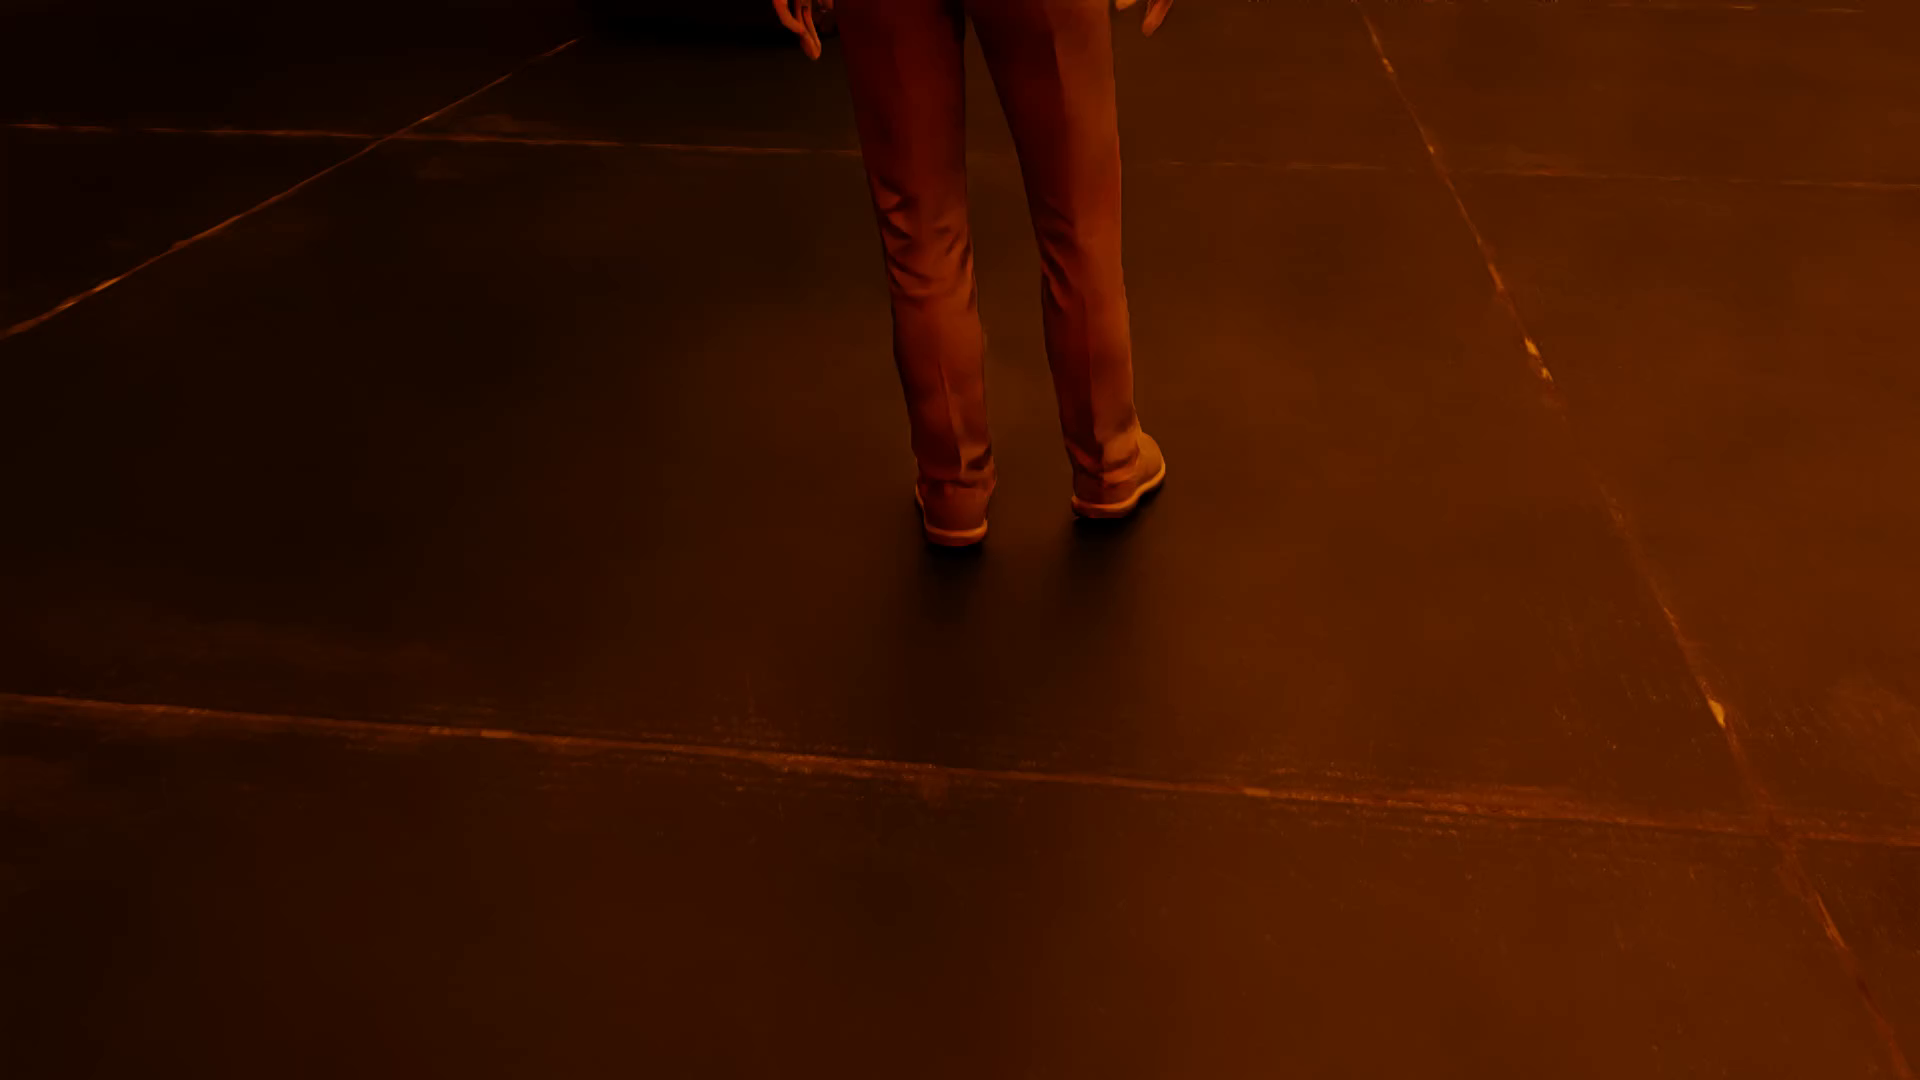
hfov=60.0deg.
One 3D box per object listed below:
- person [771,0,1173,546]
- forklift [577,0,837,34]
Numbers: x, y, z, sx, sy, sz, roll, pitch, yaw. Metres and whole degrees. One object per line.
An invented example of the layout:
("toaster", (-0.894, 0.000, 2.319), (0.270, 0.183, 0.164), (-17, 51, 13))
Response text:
("person", (0.016, -0.794, 2.178), (0.586, 1.695, 0.532), (3, 27, 7))
("forklift", (-0.370, -3.810, 6.854), (1.130, 2.935, 3.031), (13, 29, 24))
